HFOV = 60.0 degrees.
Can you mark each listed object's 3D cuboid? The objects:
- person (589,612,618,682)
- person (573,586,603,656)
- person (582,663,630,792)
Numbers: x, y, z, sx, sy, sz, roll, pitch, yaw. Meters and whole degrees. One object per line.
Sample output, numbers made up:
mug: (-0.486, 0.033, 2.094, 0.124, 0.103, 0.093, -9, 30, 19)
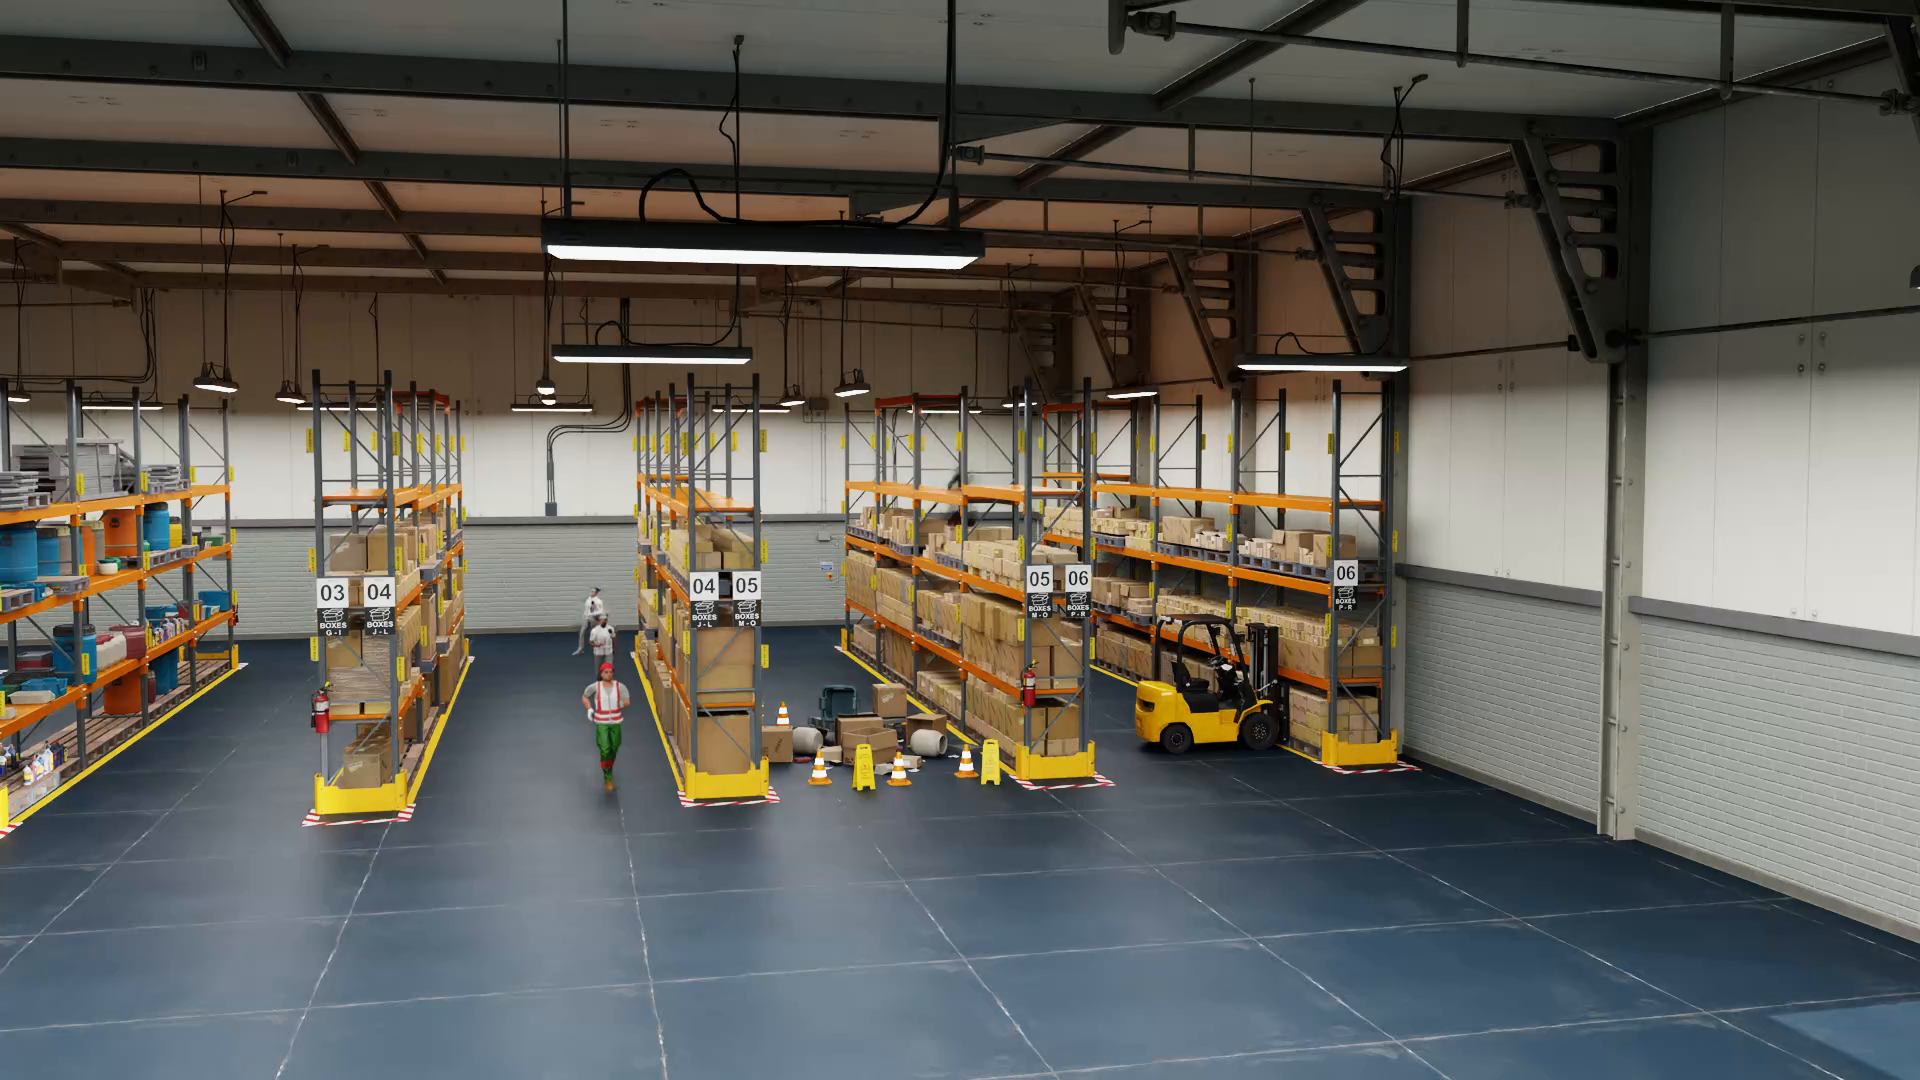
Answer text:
person: (-6.984, 2.260, 32.618, 0.576, 1.681, 0.941, -1, 3, -19)
person: (-8.686, 1.900, 39.444, 0.652, 1.649, 0.856, 2, 4, 36)
person: (-5.110, 2.682, 24.170, 0.648, 1.808, 0.884, -2, 4, -25)
